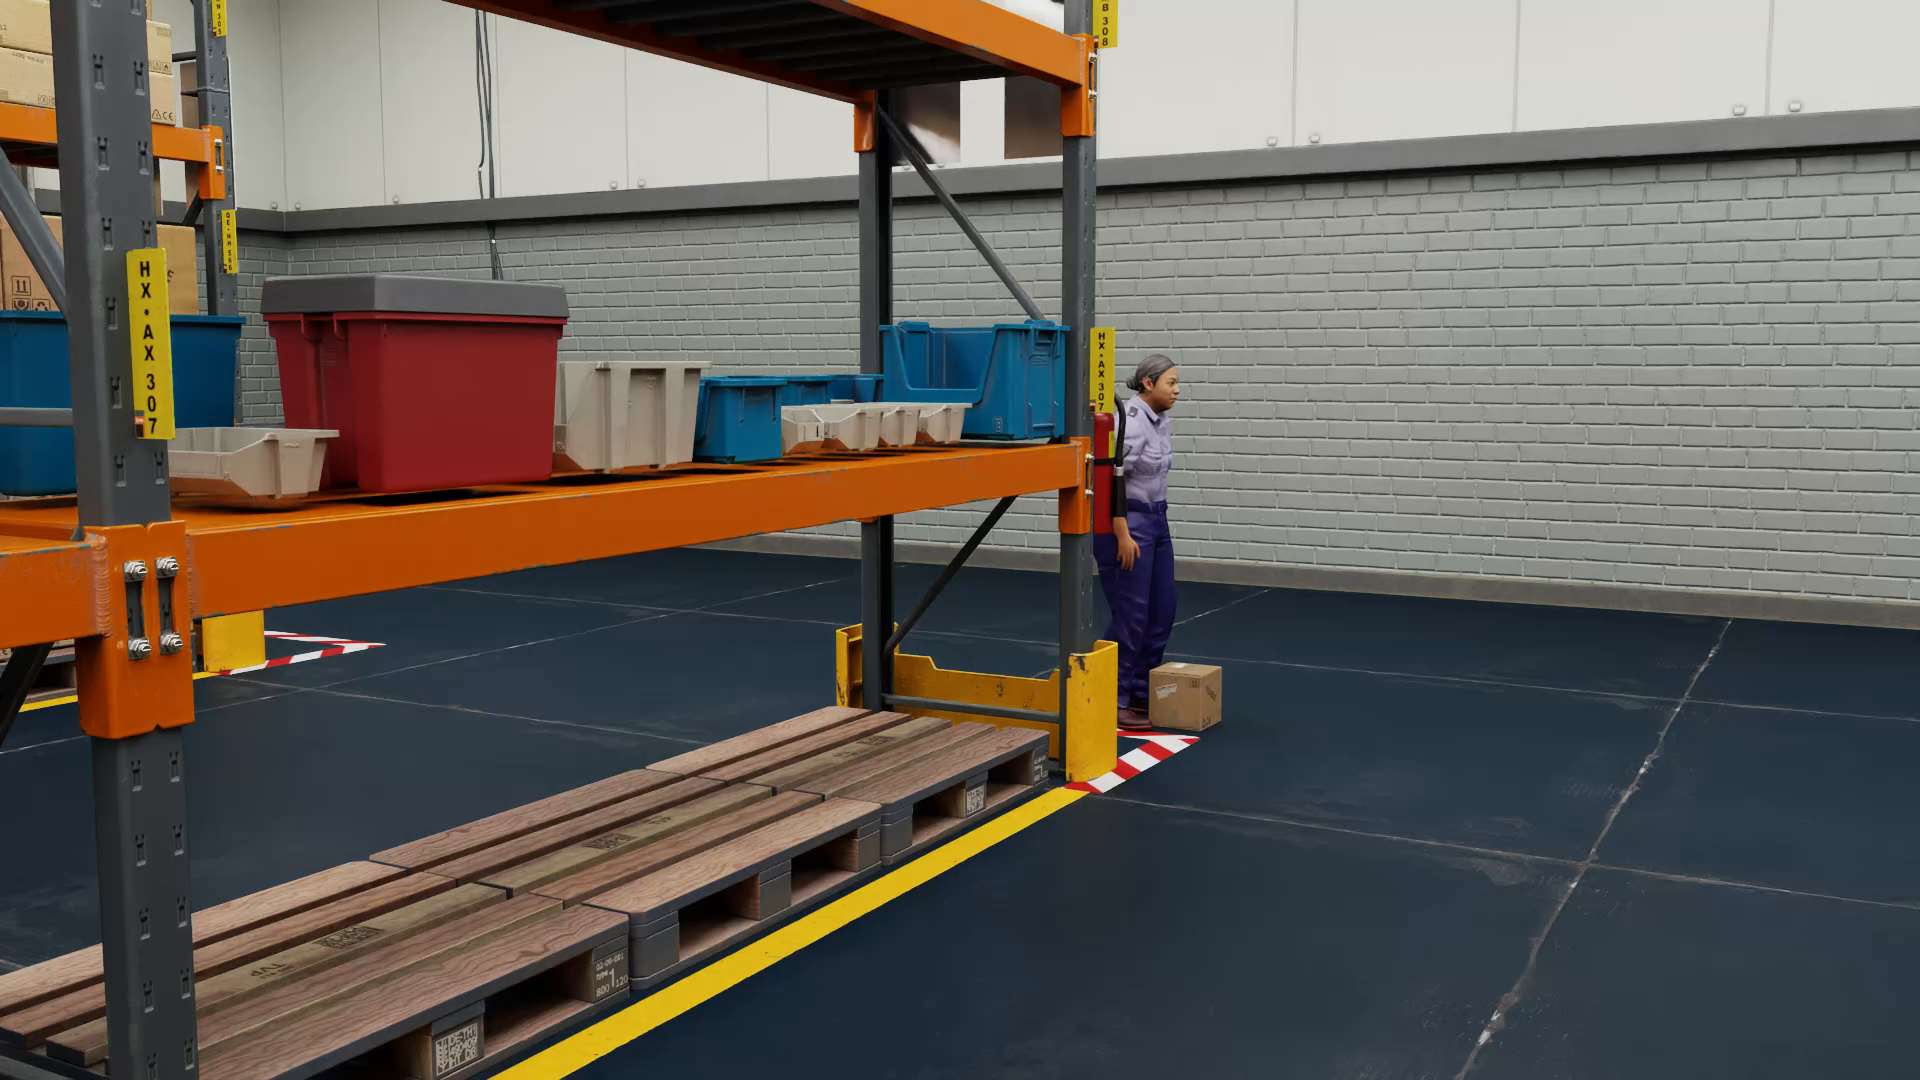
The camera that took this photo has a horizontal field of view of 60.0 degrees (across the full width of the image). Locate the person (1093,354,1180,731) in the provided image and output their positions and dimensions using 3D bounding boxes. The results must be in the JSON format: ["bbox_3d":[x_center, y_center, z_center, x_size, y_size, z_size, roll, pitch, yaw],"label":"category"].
[{"bbox_3d":[0.801,-0.008,7.491,0.374,1.651,0.559,3,7,29],"label":"person"}]
